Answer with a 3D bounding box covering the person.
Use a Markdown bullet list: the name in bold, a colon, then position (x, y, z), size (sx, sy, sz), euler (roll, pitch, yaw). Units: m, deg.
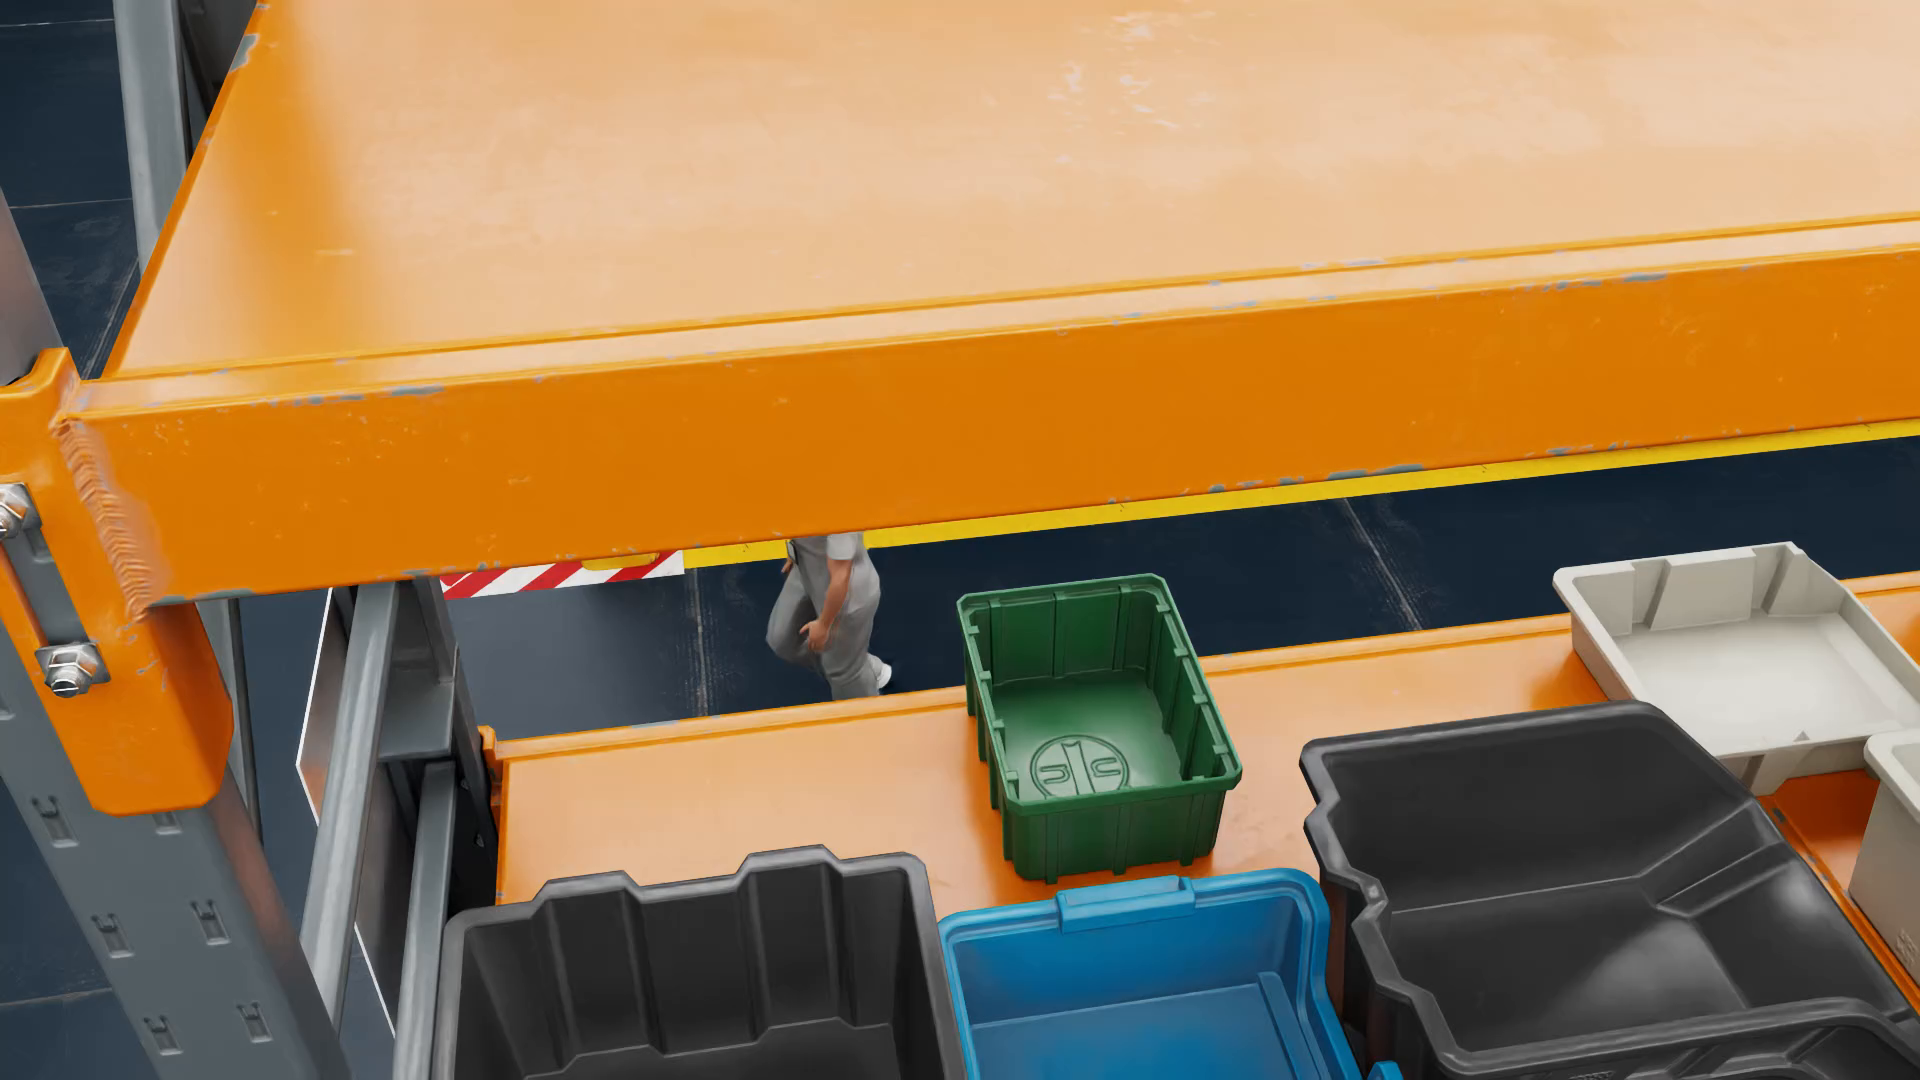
- **person**: position (-0.446, 0.154, 5.940), size (0.480, 1.659, 0.547), euler (-16, 41, -19)
